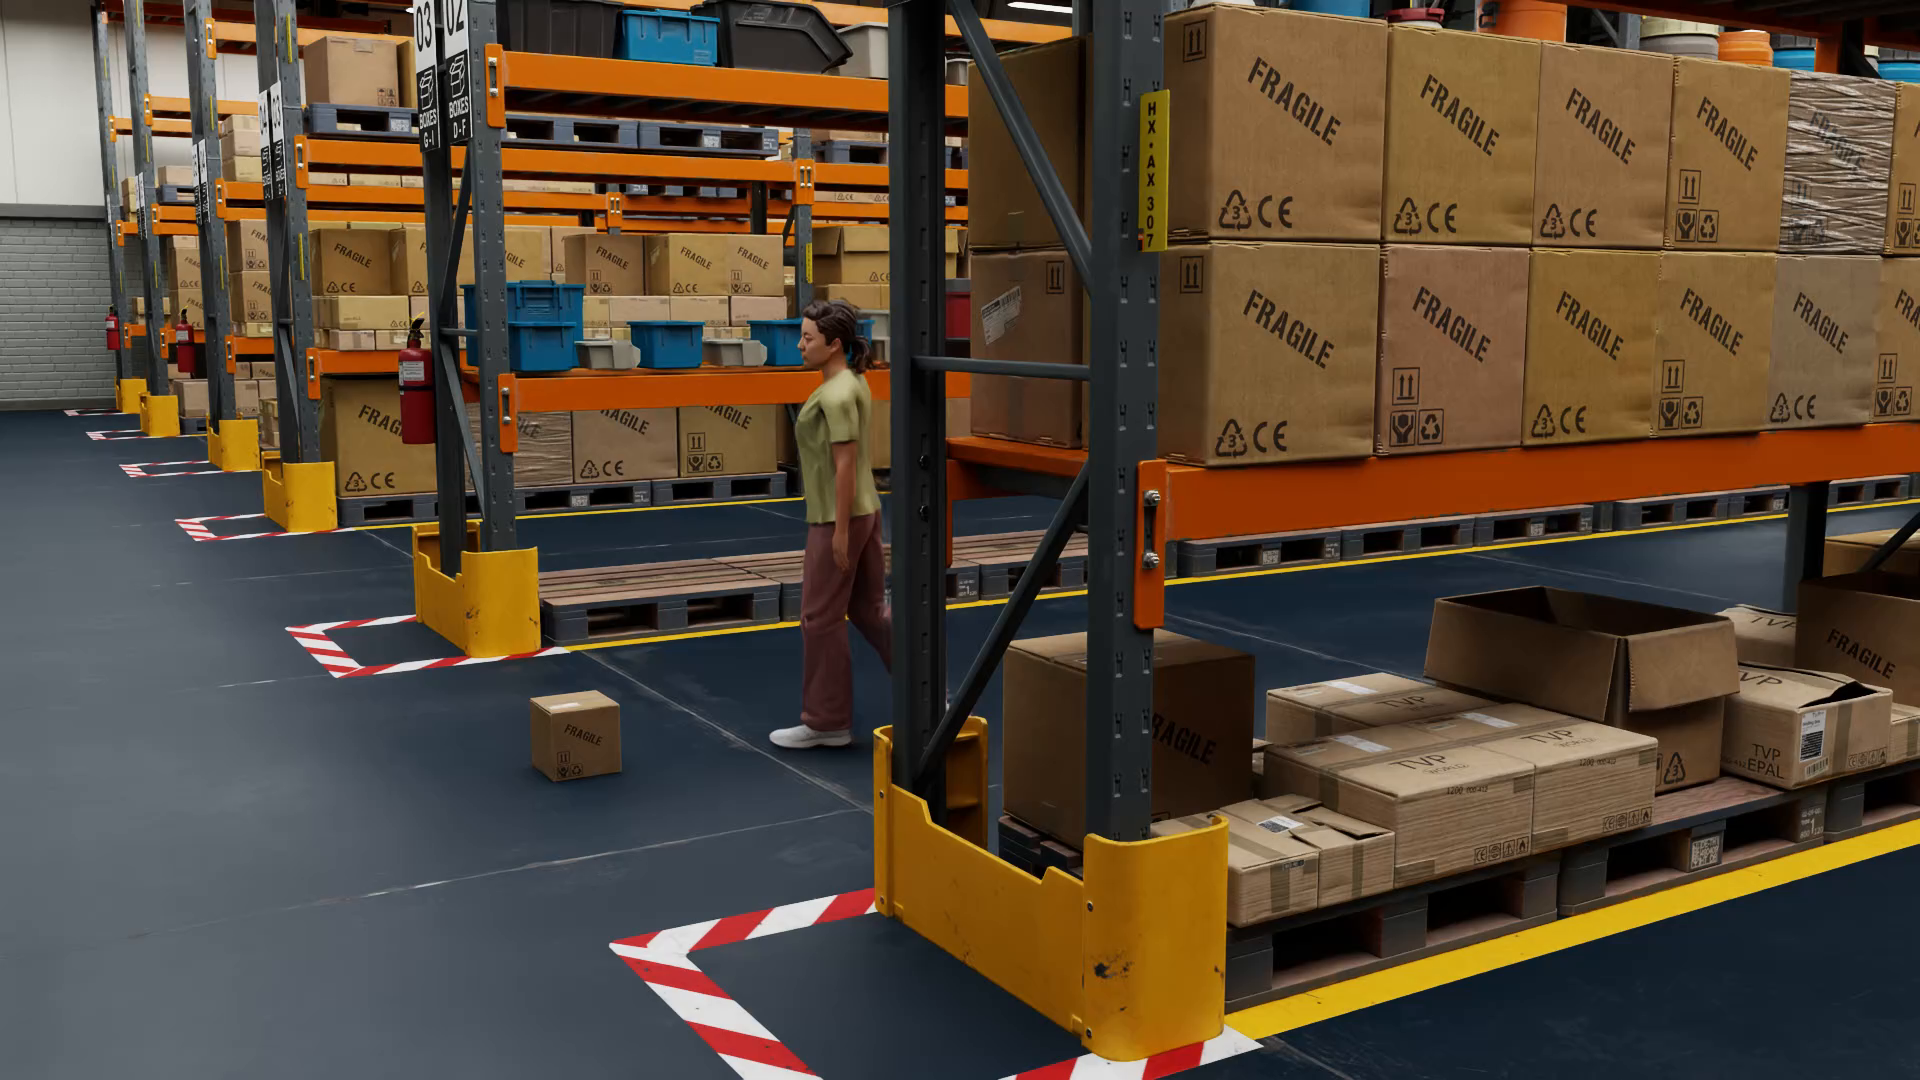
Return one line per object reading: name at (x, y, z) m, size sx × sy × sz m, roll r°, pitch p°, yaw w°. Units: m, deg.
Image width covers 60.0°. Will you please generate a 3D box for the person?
person at (-0.372, -0.056, 6.193) m, size 0.672 × 1.668 × 0.471 m, roll 1°, pitch 8°, yaw 8°
